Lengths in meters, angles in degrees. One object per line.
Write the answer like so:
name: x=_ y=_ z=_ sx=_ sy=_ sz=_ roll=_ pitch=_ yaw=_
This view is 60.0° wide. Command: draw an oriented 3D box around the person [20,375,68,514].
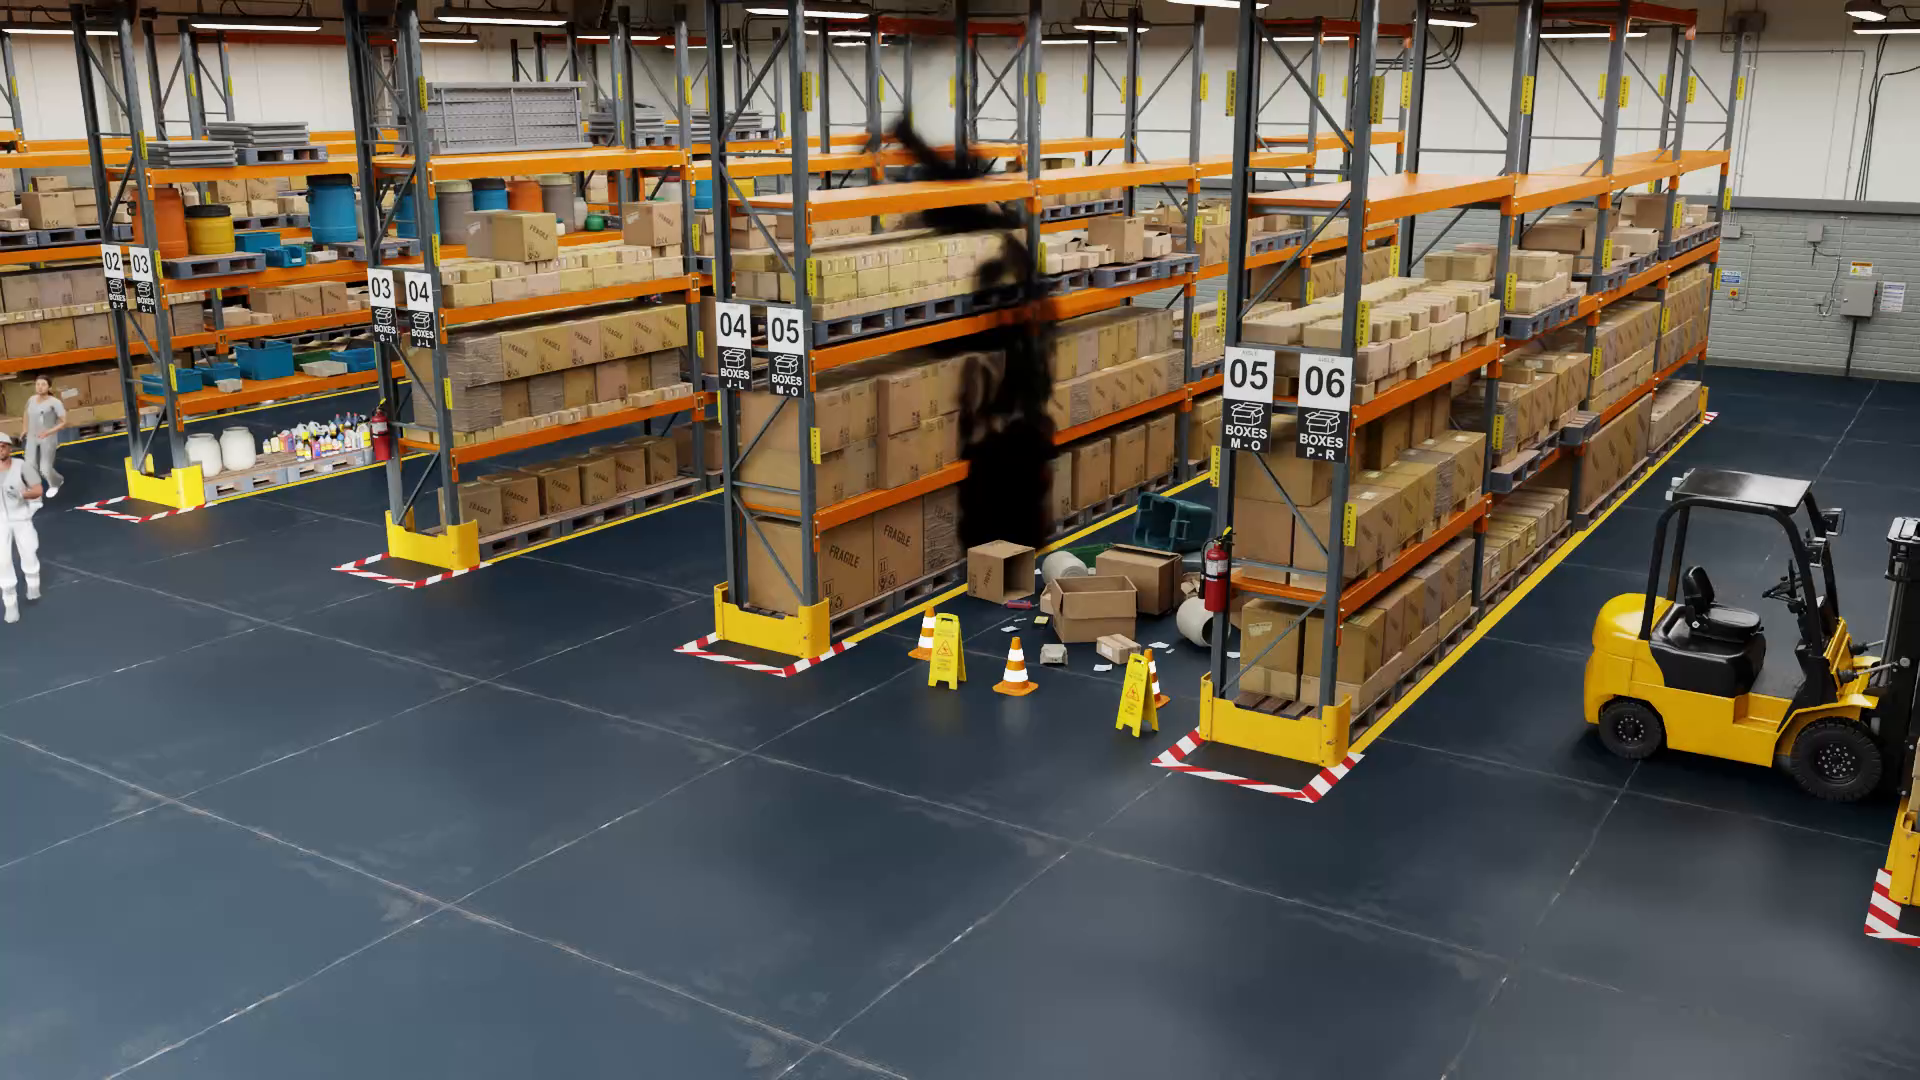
person: x=-11.281 y=-1.195 z=20.498 sx=0.605 sy=1.644 sz=0.812 roll=0 pitch=16 yaw=0

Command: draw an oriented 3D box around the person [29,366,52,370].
person: x=-14.332 y=-2.749 z=25.869 sx=0.691 sy=1.723 sz=0.585 roll=7 pitch=17 yaw=24

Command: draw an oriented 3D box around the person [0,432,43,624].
person: x=-9.382 y=-0.169 z=16.442 sx=0.654 sy=1.834 sz=0.835 roll=-7 pitch=17 yaw=-24
